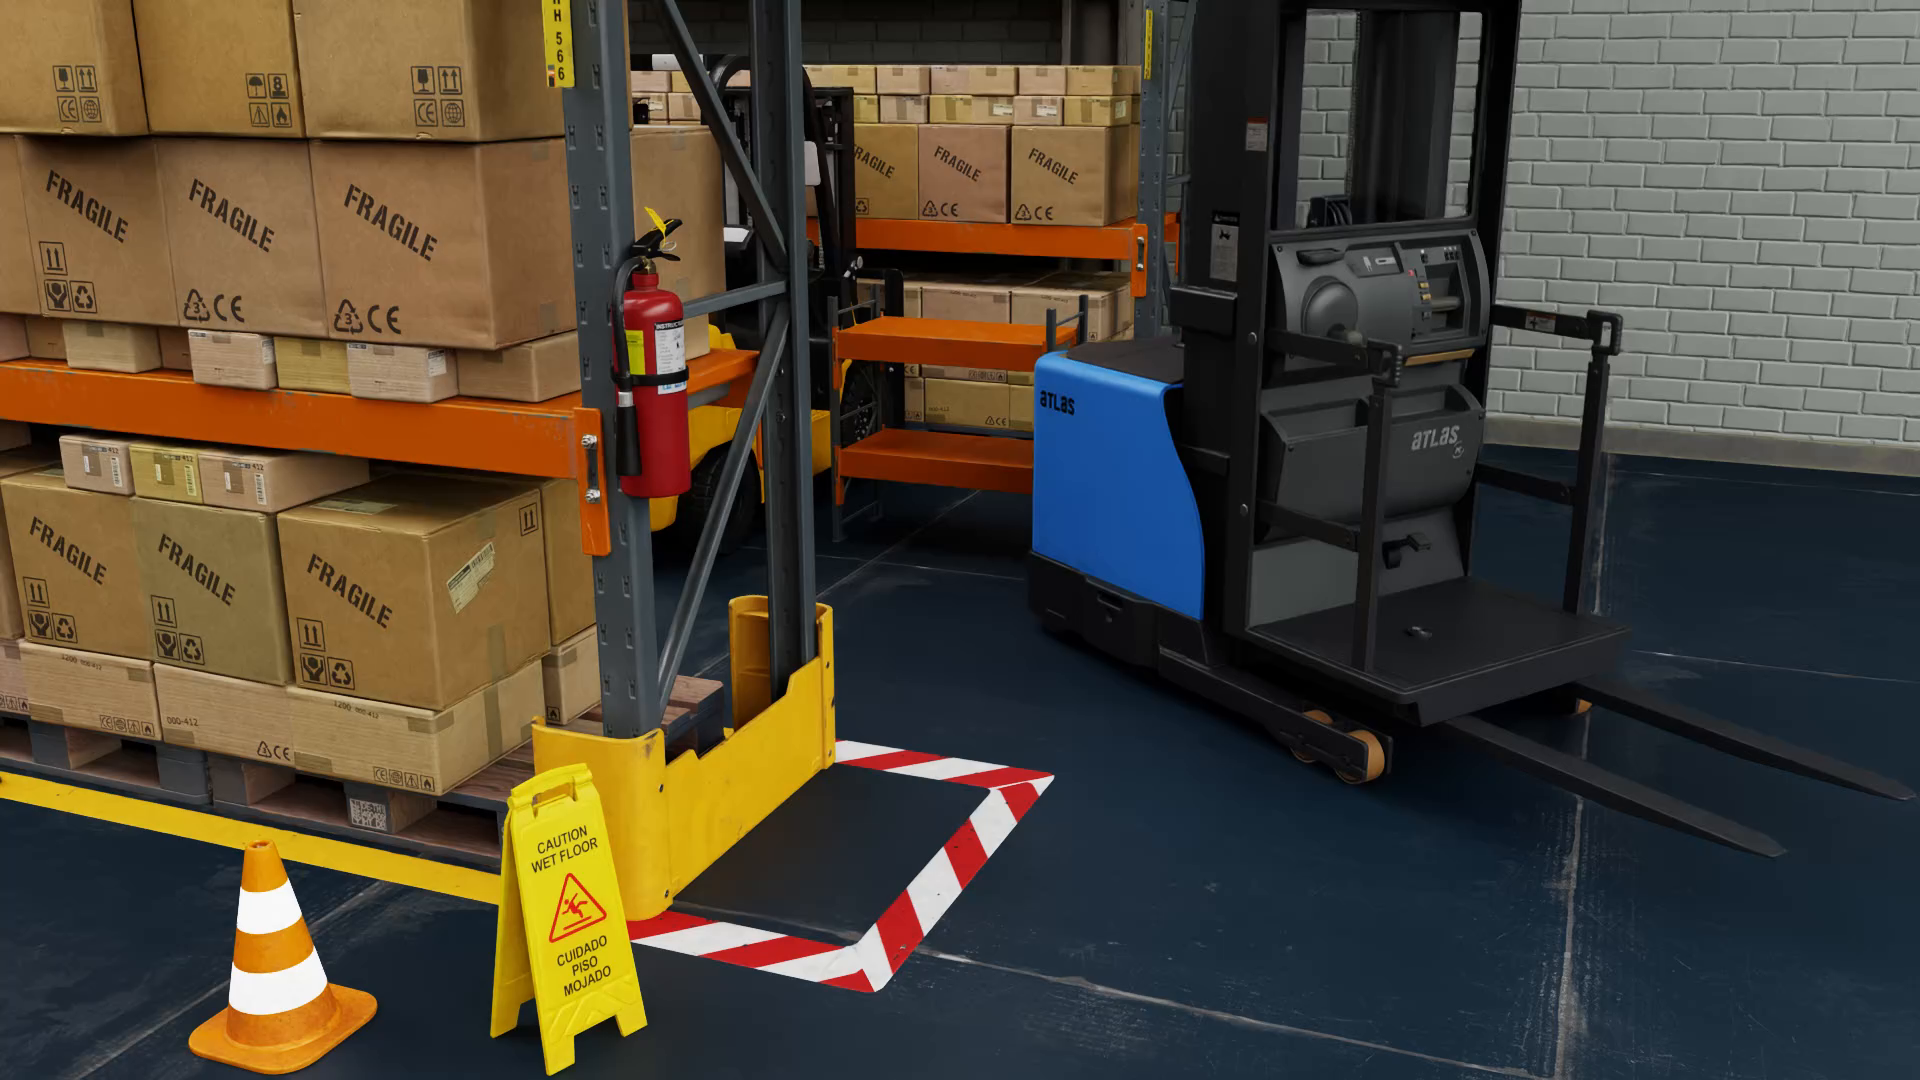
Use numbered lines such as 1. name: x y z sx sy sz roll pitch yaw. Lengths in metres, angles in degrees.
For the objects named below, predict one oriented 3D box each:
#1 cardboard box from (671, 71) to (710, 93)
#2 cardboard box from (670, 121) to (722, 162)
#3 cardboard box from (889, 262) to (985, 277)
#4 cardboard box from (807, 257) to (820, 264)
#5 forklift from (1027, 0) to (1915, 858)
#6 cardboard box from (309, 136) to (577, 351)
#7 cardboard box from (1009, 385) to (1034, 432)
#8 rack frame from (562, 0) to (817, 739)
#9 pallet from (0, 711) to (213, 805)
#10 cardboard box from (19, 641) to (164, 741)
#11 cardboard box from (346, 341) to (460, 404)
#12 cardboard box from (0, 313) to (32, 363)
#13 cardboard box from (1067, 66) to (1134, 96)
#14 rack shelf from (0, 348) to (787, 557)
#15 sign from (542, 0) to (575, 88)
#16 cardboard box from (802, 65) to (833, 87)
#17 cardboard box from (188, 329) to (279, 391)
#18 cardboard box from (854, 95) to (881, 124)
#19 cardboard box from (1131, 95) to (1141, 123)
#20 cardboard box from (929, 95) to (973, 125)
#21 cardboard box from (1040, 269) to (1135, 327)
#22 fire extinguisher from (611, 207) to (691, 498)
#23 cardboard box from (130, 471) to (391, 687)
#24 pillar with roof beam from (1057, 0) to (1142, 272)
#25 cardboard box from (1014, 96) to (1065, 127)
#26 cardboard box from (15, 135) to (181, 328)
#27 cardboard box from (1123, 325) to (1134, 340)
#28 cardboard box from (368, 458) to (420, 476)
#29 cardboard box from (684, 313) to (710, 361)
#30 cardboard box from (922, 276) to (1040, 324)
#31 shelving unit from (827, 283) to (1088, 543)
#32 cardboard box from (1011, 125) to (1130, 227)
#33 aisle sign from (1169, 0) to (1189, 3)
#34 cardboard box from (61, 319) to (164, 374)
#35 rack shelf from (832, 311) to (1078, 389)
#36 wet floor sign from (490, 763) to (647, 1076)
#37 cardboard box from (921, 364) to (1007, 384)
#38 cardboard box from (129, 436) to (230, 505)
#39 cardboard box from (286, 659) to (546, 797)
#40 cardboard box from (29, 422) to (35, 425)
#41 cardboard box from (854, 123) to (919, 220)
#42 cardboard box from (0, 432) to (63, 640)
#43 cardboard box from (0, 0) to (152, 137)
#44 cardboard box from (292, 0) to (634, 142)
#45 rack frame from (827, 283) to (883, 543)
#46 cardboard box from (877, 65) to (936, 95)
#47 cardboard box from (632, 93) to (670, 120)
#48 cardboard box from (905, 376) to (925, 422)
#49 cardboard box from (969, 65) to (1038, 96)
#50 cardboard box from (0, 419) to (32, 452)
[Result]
1. cardboard box: -1.424 -2.604 9.386 0.250 0.149 0.380 6 17 20
2. cardboard box: -1.303 -2.145 9.502 0.500 0.500 0.500 6 17 20
3. cardboard box: -0.166 -1.465 9.725 0.500 0.250 0.500 6 17 20
4. cardboard box: -1.110 -1.568 10.081 0.500 0.250 0.500 6 17 21
5. forklift: 1.486 -0.808 5.199 1.130 2.935 3.031 -10 19 -31
6. cardboard box: -1.284 -0.788 4.296 0.500 0.500 0.500 6 17 20
7. cardboard box: 0.586 -0.749 9.051 0.500 0.250 0.500 6 17 21
8. rack frame: -0.679 -0.614 4.407 0.127 3.000 1.000 6 17 21
9. pallet: -2.623 0.500 5.572 1.213 0.211 1.003 6 17 21
10. cardboard box: -2.497 0.385 5.145 0.500 0.250 0.500 6 17 19
11. cardboard box: -1.381 -0.473 4.373 0.250 0.149 0.380 6 17 20
12. cardboard box: -2.793 -0.635 4.931 0.250 0.149 0.380 6 17 20
13. cardboard box: 0.729 -2.386 8.635 0.250 0.149 0.380 6 17 21
14. rack shelf: -2.539 -0.473 5.212 4.000 0.370 1.077 6 17 21
15. sign: -0.901 -1.179 3.713 0.005 0.325 0.100 6 17 21
16. cardboard box: -0.700 -2.541 9.170 0.250 0.149 0.380 7 17 21
17. cardboard box: -1.862 -0.523 4.546 0.250 0.149 0.380 7 17 22
18. cardboard box: -0.488 -2.348 9.040 0.250 0.149 0.380 6 17 21
19. cardboard box: 0.919 -2.363 9.089 0.250 0.149 0.380 6 17 19
20. cardboard box: 0.020 -2.313 8.917 0.250 0.149 0.380 6 17 20
21. cardboard box: 0.762 -1.361 9.366 0.500 0.250 0.500 6 17 20
22. fire extinguisher: -0.741 -0.445 3.966 0.183 0.674 0.296 6 17 21
23. cardboard box: -2.006 0.078 4.857 0.500 0.500 0.500 7 18 23
24. pillar with roof beam: -0.757 -3.971 5.211 0.400 9.000 9.100 6 17 21
25. cardboard box: 0.465 -2.242 8.674 0.250 0.149 0.380 7 17 22
26. cardboard box: -2.213 -0.893 4.656 0.500 0.500 0.500 6 17 20
27. cardboard box: 0.778 -1.125 9.449 0.500 0.250 0.500 7 17 22
28. cardboard box: -1.838 -0.064 5.347 0.500 0.500 0.500 6 17 19
29. cardboard box: -0.919 -0.581 4.746 0.250 0.149 0.380 6 17 21
30. cardboard box: 0.119 -1.280 9.086 0.500 0.250 0.500 7 17 22
31. shelving unit: -0.006 -0.541 7.519 1.048 1.125 0.538 6 17 21
32. cardboard box: 0.585 -1.932 8.767 0.500 0.500 0.500 6 17 19
33. aisle sign: 1.093 -3.067 8.195 0.004 0.787 0.394 6 17 21
34. cardboard box: -2.320 -0.588 4.771 0.250 0.149 0.380 6 17 20
35. rack shelf: -0.006 -0.822 7.438 1.000 0.278 0.538 6 17 21
36. wet floor sign: -0.894 0.814 3.712 0.232 0.644 0.267 14 21 40
37. cardboard box: 0.109 -1.045 9.176 0.500 0.250 0.500 6 17 20
38. cardboard box: -2.118 -0.227 4.747 0.250 0.149 0.380 7 17 22
39. cardboard box: -1.552 0.490 4.785 0.500 0.250 0.500 6 17 20
40. cardboard box: -3.277 -0.222 5.890 0.500 0.500 0.500 7 17 22
41. cardboard box: -0.371 -2.039 9.139 0.500 0.500 0.500 6 17 20
42. cardboard box: -2.966 -0.028 5.225 0.500 0.500 0.500 7 18 24
43. cardboard box: -2.214 -1.359 4.470 0.500 0.500 0.700 6 17 20
44. cardboard box: -1.234 -1.280 4.197 0.500 0.500 0.700 6 17 19
45. rack frame: -0.479 -0.593 7.698 0.032 1.125 0.500 6 17 21
46. cardboard box: -0.253 -2.465 8.909 0.250 0.149 0.380 7 18 22
47. cardboard box: -1.685 -2.479 9.490 0.250 0.149 0.380 7 17 22
48. cardboard box: -0.335 -0.855 9.419 0.500 0.250 0.500 6 17 21
49. cardboard box: 0.235 -2.423 8.762 0.250 0.149 0.380 7 17 22
50. cardboard box: -3.125 -0.338 5.128 0.250 0.149 0.380 7 18 24
